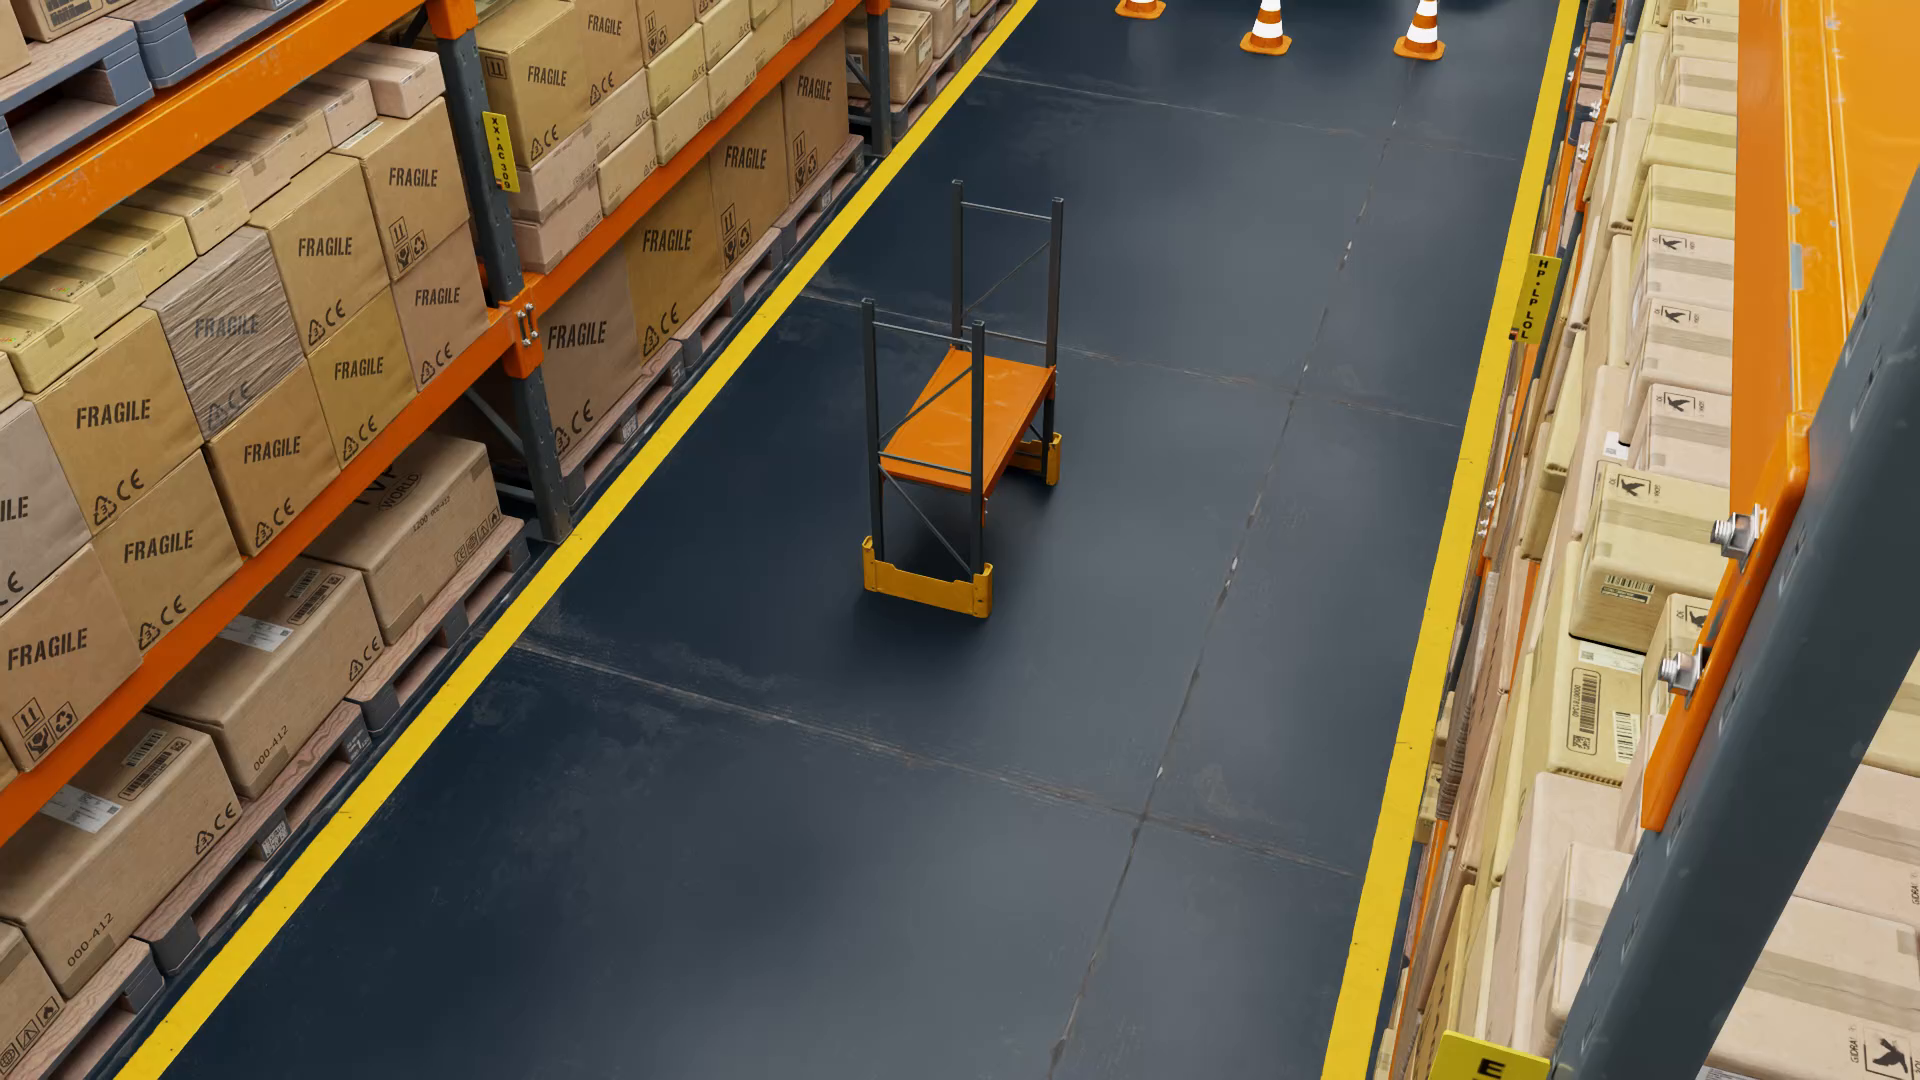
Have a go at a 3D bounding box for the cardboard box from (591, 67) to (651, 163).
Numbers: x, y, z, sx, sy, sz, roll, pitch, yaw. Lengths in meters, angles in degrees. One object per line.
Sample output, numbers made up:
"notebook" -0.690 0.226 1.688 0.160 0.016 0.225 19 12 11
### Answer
"cardboard box" -1.724 -1.920 7.374 0.500 0.250 0.500 14 42 16

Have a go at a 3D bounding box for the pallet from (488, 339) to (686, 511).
"pallet" -2.099 -0.684 8.342 1.003 0.211 1.213 13 42 15

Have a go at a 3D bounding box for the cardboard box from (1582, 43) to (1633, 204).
"cardboard box" 1.988 -1.080 4.463 0.500 0.250 0.500 15 43 17

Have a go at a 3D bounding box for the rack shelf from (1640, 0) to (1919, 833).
"rack shelf" 1.711 -1.008 2.508 1.077 0.370 4.000 13 42 15

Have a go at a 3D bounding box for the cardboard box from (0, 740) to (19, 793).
"cardboard box" -3.079 0.601 4.611 0.500 0.500 0.500 13 42 14

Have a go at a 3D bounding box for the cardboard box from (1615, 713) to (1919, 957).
"cardboard box" 1.020 0.392 2.045 0.380 0.149 0.250 14 42 16

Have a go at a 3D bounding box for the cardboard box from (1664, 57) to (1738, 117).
"cardboard box" 1.710 -0.887 3.545 0.380 0.149 0.250 12 42 14

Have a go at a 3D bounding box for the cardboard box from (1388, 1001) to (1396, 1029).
"cardboard box" 1.563 1.656 5.325 0.380 0.149 0.250 12 42 14

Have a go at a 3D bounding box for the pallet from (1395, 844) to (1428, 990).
"pallet" 2.198 1.258 6.066 1.003 0.211 1.213 13 42 15

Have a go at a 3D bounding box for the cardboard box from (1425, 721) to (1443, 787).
"cardboard box" 1.968 0.855 6.263 0.380 0.149 0.250 12 42 13

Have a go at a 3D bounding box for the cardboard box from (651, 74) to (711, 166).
"cardboard box" -1.527 -2.035 7.893 0.500 0.250 0.500 13 42 15

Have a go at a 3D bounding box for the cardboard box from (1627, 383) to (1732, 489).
"cardboard box" 1.260 -0.086 2.606 0.380 0.149 0.250 12 42 14

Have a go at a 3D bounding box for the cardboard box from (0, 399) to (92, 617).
"cardboard box" -2.889 -0.098 4.660 0.500 0.500 0.500 13 42 15

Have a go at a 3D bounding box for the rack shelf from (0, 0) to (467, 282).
"rack shelf" -2.976 -0.905 4.696 1.077 0.370 4.000 13 42 15

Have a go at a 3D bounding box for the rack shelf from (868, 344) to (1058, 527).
"rack shelf" 0.029 -0.486 7.395 0.538 0.185 1.000 13 42 15

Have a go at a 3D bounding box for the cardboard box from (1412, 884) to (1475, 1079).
"cardboard box" 1.123 1.045 3.092 0.500 0.500 0.500 12 42 14

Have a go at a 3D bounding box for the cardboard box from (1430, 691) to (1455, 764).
"cardboard box" 1.970 0.742 6.167 0.380 0.149 0.250 15 43 17

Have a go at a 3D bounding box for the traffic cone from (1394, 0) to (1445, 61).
"traffic cone" 3.253 -3.652 11.627 0.336 0.463 0.334 13 42 15

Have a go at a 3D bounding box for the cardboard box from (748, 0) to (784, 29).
"cardboard box" -1.178 -2.848 8.461 0.500 0.250 0.500 12 42 14

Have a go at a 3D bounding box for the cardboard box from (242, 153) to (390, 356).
"cardboard box" -2.375 -1.019 5.739 0.500 0.500 0.500 13 42 14

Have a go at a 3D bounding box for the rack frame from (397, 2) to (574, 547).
"rack frame" -2.292 -1.257 6.866 1.000 3.000 0.127 13 42 15

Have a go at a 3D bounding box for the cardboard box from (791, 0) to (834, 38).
"cardboard box" -1.013 -2.959 8.976 0.500 0.250 0.500 14 42 16

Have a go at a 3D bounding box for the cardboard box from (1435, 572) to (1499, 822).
"cardboard box" 1.620 0.477 4.527 0.500 0.500 0.500 12 42 14

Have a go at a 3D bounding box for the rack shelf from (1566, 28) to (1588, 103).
"rack shelf" 4.446 -3.606 10.173 1.077 0.370 4.000 13 42 15

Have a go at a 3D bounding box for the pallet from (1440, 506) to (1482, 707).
"pallet" 2.659 0.366 7.113 1.003 0.211 1.213 13 42 15

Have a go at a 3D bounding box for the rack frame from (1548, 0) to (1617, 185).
"rack frame" 3.762 -2.660 8.510 1.000 3.000 0.127 13 42 15

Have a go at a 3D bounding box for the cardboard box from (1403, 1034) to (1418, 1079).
"cardboard box" 1.119 1.424 3.417 0.500 0.500 0.500 13 42 14

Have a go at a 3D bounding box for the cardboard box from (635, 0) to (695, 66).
"cardboard box" -1.549 -2.502 7.478 0.500 0.500 0.500 12 42 14

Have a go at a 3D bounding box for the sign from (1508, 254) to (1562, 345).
"sign" 1.872 -0.782 5.417 0.100 0.325 0.005 13 42 15

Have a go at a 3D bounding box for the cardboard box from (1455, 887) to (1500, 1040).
"cardboard box" 0.934 0.799 2.260 0.500 0.250 0.500 12 42 14

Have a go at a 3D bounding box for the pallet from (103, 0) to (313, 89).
"pallet" -2.581 -1.868 5.339 1.003 0.211 1.213 13 42 15

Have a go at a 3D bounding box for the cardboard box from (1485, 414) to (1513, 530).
"cardboard box" 2.412 -0.225 6.680 0.500 0.250 0.500 12 42 14

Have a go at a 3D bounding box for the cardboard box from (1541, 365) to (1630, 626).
"cardboard box" 1.296 -0.016 2.831 0.500 0.250 0.500 14 42 16

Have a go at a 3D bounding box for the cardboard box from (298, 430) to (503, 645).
"cardboard box" -2.607 -0.083 7.140 0.875 0.438 0.875 13 42 14

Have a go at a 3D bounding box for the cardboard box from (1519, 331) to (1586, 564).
"cardboard box" 1.447 -0.142 3.363 0.500 0.250 0.500 15 43 17

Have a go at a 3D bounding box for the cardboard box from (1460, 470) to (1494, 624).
"cardboard box" 2.411 0.064 6.920 0.500 0.500 0.500 13 42 14

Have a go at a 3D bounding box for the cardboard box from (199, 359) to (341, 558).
"cardboard box" -2.539 -0.331 5.703 0.500 0.500 0.500 13 42 14

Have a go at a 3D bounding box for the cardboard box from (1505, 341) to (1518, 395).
"cardboard box" 2.941 -0.872 8.017 0.500 0.500 0.500 12 42 14

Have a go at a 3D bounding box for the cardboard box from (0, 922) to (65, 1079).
"cardboard box" -3.528 1.573 5.200 0.875 0.438 0.875 12 42 14

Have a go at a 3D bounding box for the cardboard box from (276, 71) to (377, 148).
"cardboard box" -2.290 -1.527 5.835 0.380 0.149 0.250 14 43 16

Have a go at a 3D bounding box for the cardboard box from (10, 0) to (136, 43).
"cardboard box" -2.723 -1.806 4.718 0.797 0.503 0.637 16 43 18

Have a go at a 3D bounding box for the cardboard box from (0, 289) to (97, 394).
"cardboard box" -2.708 -0.574 4.718 0.380 0.149 0.250 12 42 14

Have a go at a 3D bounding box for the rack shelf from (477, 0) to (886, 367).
"rack shelf" -1.608 -2.203 8.529 1.077 0.370 4.000 13 42 15

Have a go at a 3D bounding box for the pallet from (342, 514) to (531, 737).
"pallet" -2.625 0.250 7.248 1.003 0.211 1.213 13 42 15

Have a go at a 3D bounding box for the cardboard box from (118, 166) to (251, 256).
"cardboard box" -2.506 -1.058 5.286 0.380 0.149 0.250 13 42 15

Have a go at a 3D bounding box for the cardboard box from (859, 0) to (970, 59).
"cardboard box" -0.477 -3.651 11.373 0.950 0.372 0.625 13 42 14

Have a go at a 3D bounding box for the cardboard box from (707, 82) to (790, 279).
"cardboard box" -1.547 -2.102 9.170 0.875 0.875 0.875 14 42 16

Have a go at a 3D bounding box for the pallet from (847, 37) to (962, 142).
"pallet" -0.655 -3.112 11.189 1.003 0.211 1.213 13 42 15

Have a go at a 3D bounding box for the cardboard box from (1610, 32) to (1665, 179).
"cardboard box" 1.829 -0.951 3.927 0.500 0.250 0.500 13 42 15

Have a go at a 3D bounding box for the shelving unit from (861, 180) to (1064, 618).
"shelving unit" 0.026 -0.617 7.271 0.587 1.500 1.083 13 42 15

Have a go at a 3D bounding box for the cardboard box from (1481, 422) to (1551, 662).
"cardboard box" 1.647 0.089 4.211 0.500 0.500 0.500 14 42 16

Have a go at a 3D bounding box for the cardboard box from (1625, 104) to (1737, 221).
"cardboard box" 1.573 -0.731 3.362 0.380 0.149 0.250 15 43 17

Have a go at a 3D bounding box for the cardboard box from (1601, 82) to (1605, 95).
"cardboard box" 3.236 -2.168 7.803 0.380 0.149 0.250 15 43 17

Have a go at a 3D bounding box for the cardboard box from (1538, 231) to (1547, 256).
"cardboard box" 2.944 -1.179 7.799 0.500 0.250 0.500 14 42 15
